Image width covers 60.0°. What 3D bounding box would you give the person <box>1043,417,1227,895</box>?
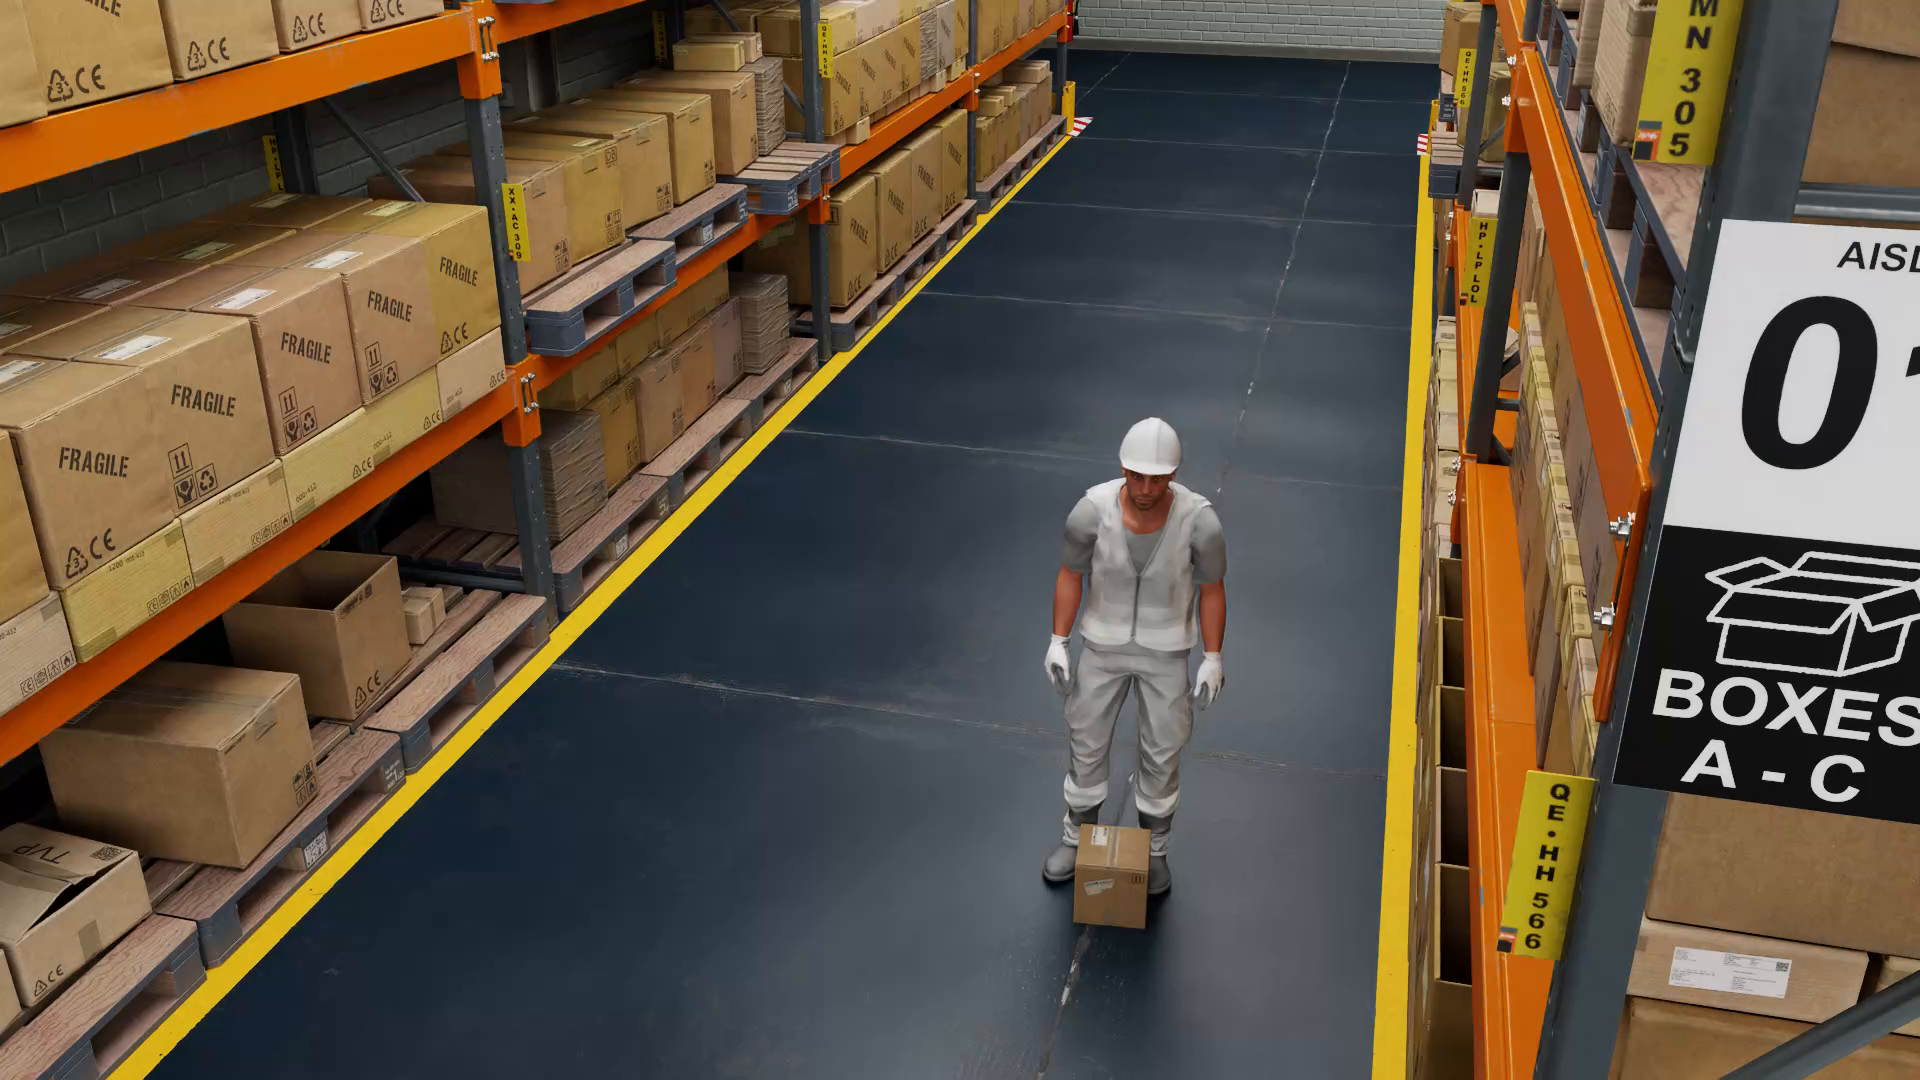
[{"bbox_3d":[0.605,0.400,5.735,0.623,1.780,0.446,5,26,11],"label":"person"}]
